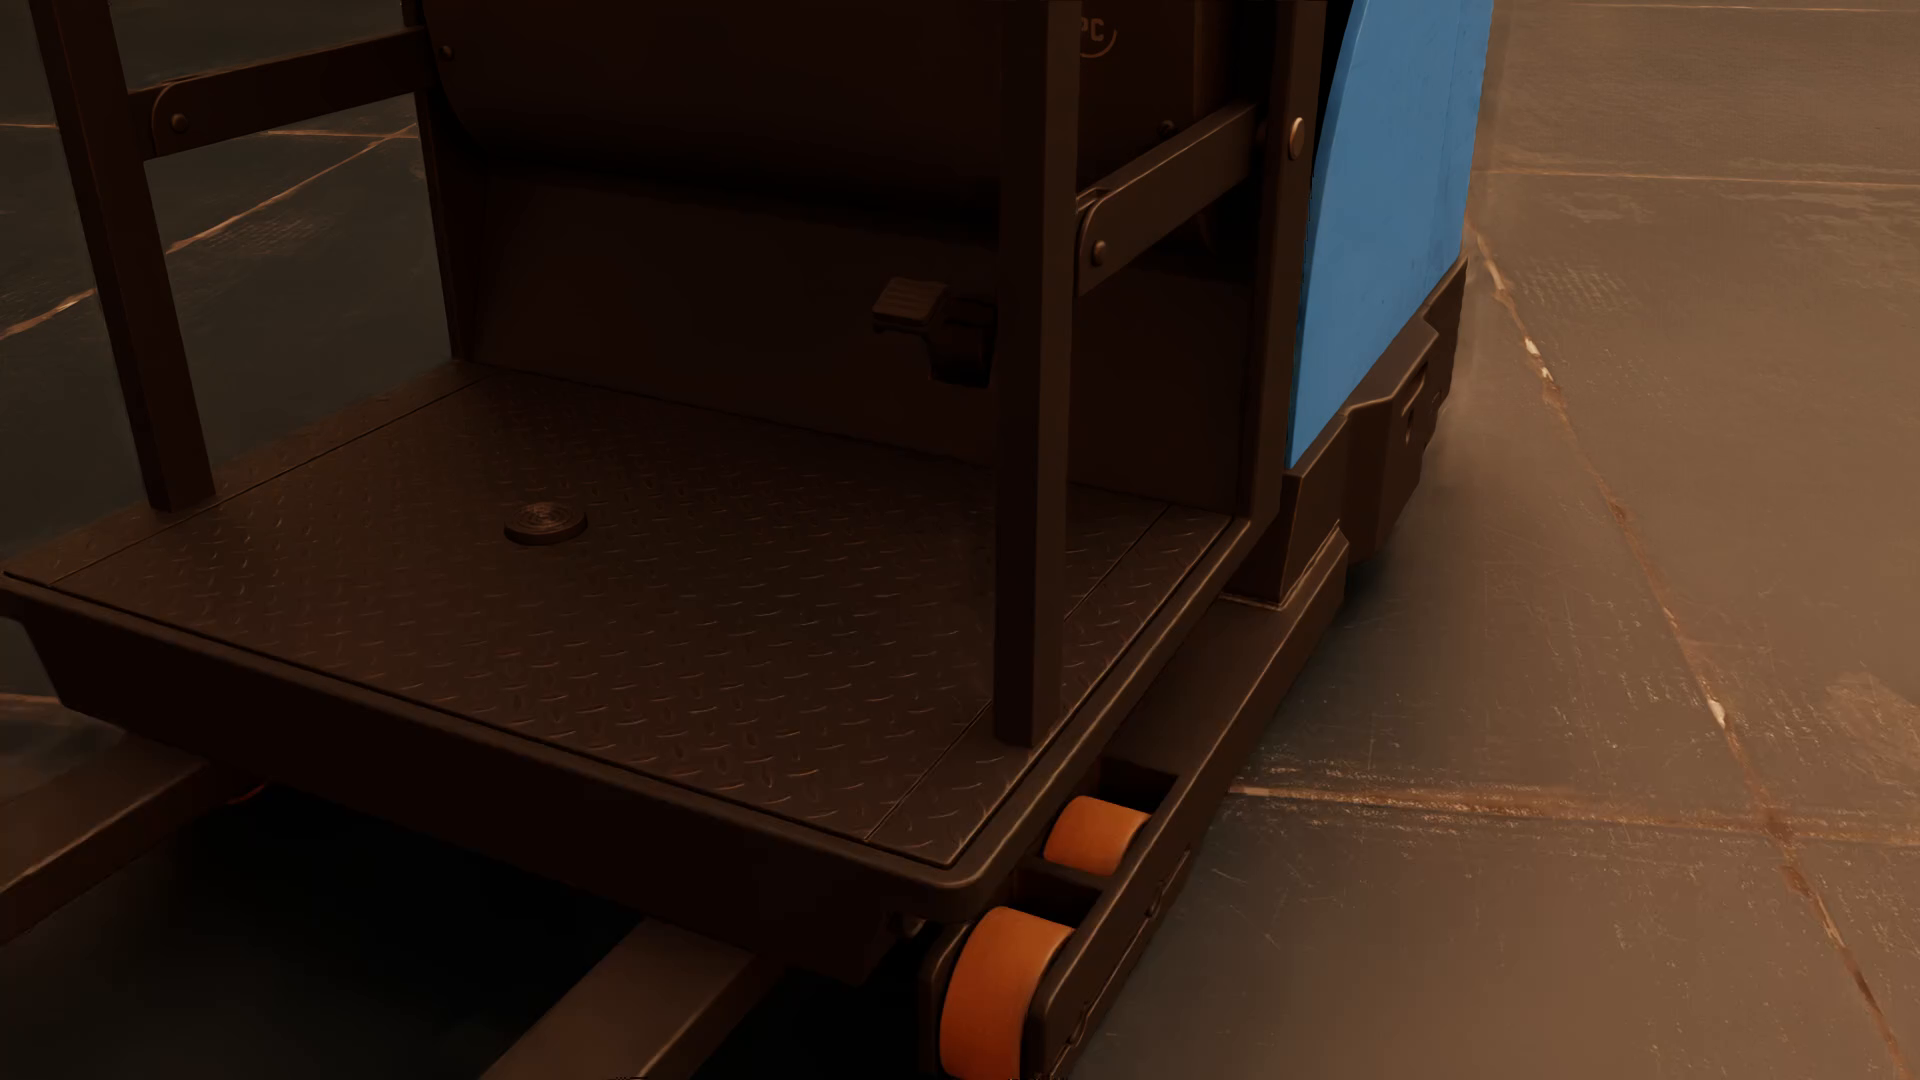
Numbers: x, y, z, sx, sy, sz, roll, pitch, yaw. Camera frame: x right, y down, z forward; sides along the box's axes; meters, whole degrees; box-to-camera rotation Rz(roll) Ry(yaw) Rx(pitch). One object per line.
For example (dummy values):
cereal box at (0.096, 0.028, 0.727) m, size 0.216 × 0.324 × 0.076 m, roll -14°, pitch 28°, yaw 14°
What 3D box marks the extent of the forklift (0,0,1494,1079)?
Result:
forklift at (-0.269, -1.037, 1.295) m, size 1.130 × 2.935 × 3.031 m, roll 13°, pitch 29°, yaw 24°
